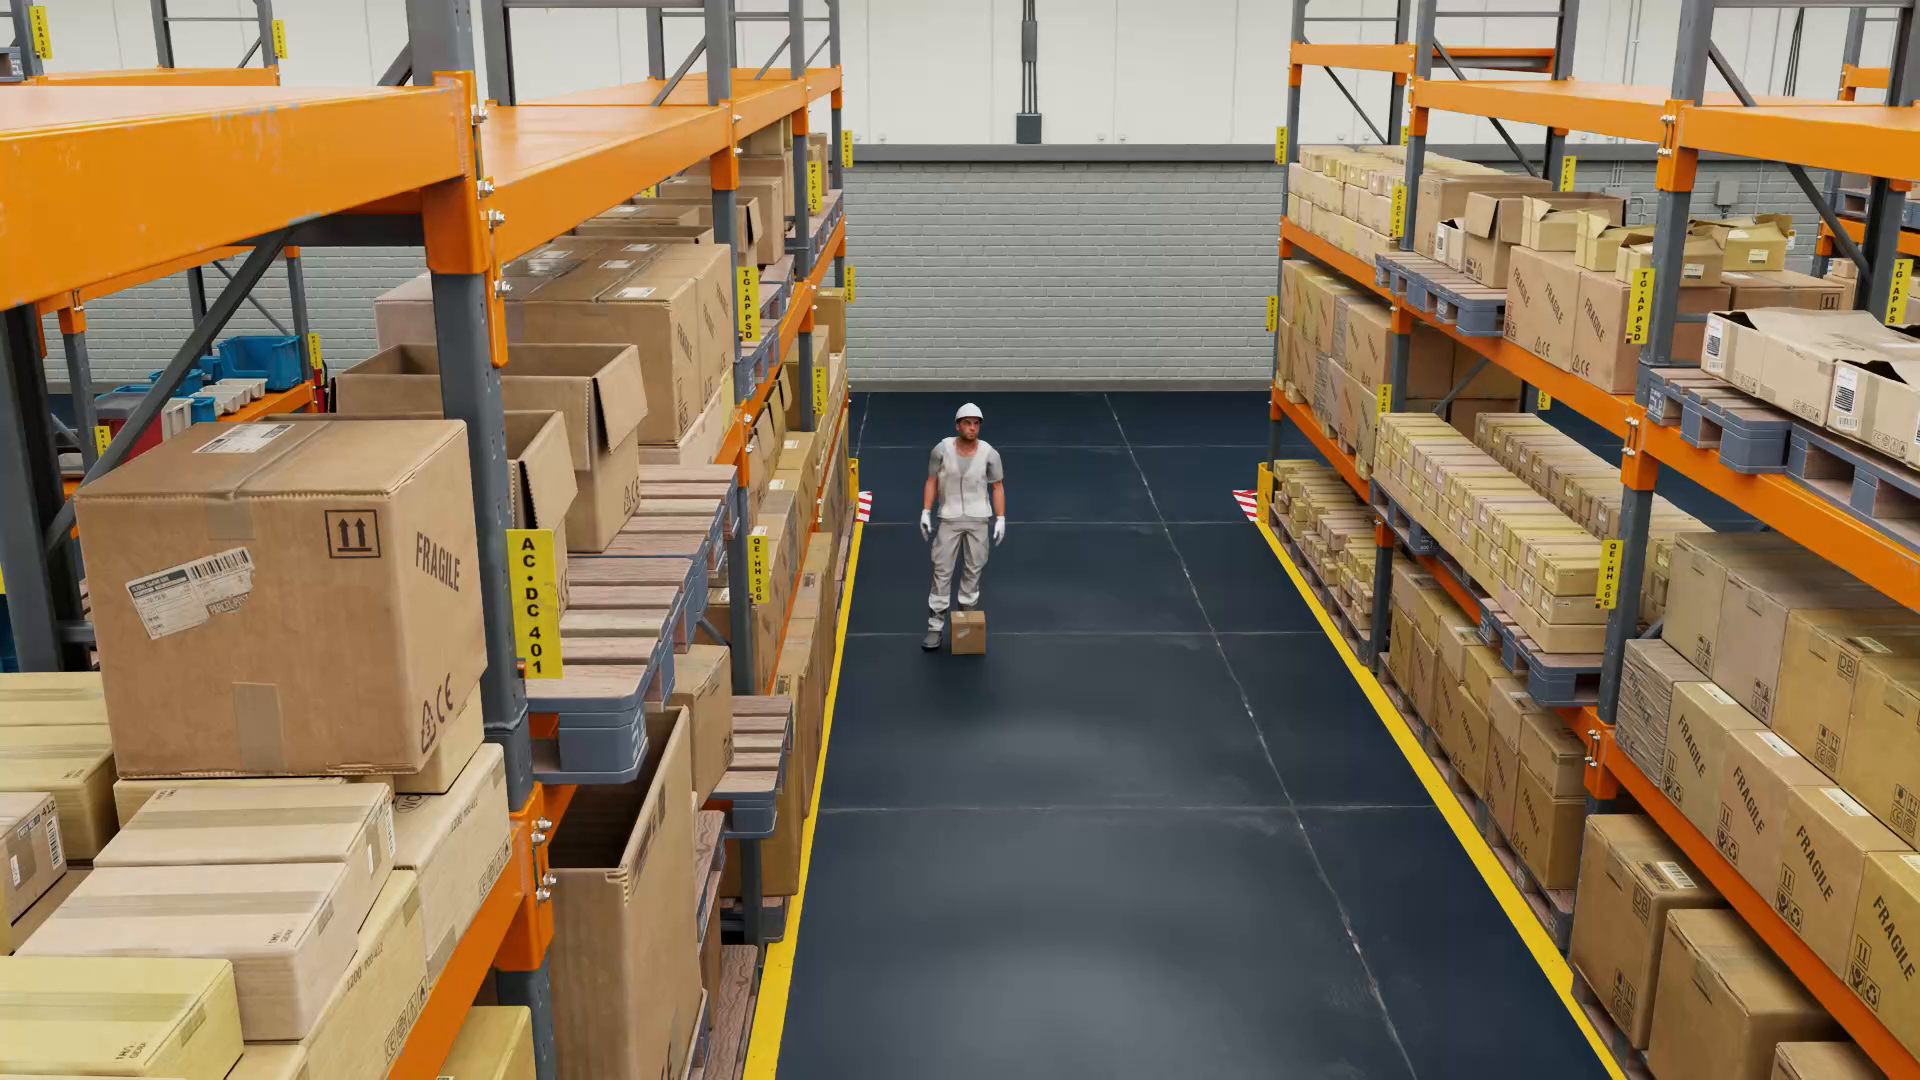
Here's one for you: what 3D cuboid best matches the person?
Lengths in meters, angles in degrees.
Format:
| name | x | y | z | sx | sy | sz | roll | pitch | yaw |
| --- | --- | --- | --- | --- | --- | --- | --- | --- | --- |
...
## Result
| name | x | y | z | sx | sy | sz | roll | pitch | yaw |
| --- | --- | --- | --- | --- | --- | --- | --- | --- | --- |
| person | 0.021 | -0.110 | 12.333 | 0.637 | 1.787 | 0.564 | 0 | 17 | -1 |
